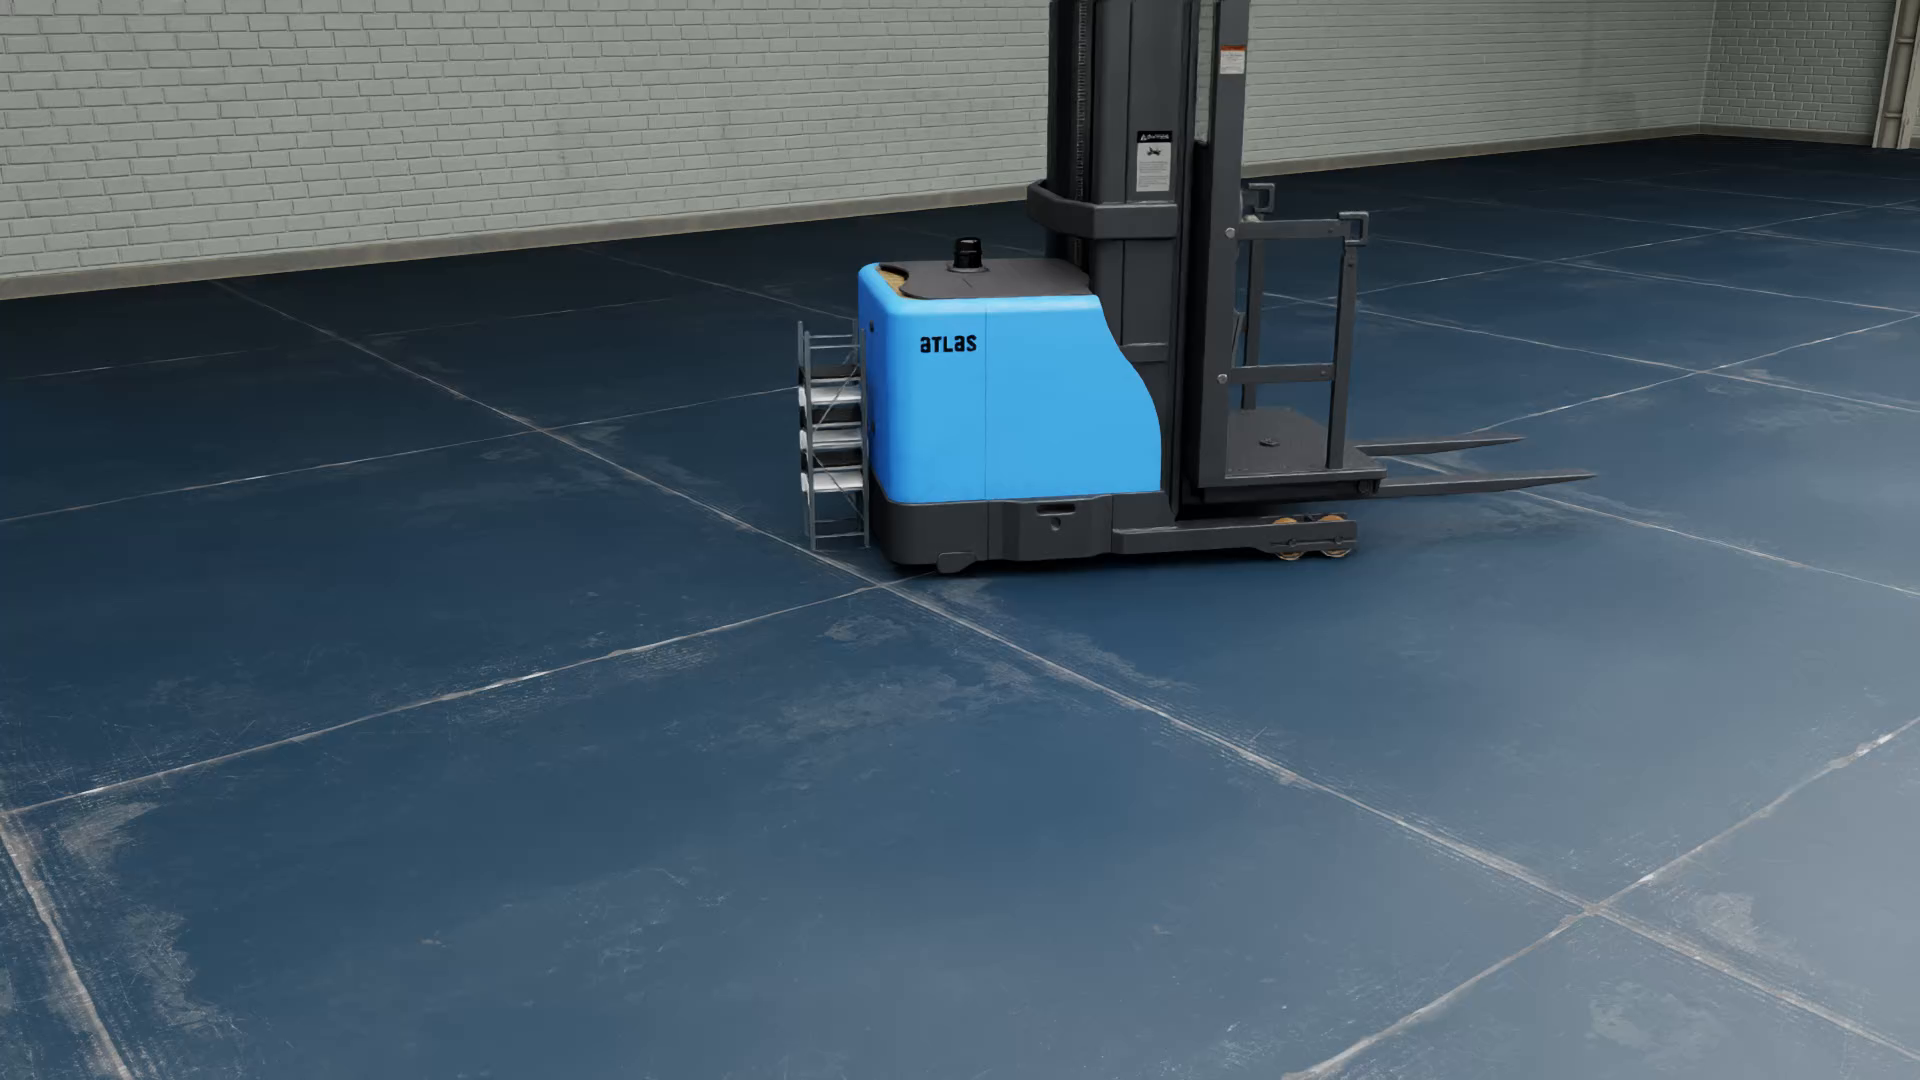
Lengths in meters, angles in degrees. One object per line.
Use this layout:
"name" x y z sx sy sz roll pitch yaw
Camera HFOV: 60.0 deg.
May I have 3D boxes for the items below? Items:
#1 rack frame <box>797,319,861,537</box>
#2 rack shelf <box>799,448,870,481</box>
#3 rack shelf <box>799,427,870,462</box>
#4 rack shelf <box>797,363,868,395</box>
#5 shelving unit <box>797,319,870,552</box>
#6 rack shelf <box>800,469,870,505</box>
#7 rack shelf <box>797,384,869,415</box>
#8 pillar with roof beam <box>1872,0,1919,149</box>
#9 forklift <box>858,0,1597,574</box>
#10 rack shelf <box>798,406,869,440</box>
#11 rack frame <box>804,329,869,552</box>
"rack frame" -0.530 -0.450 6.789 0.240 0.900 0.006 -4 19 -12
"rack shelf" -0.508 -0.301 6.733 0.258 0.077 0.200 -4 19 -12
"rack shelf" -0.508 -0.387 6.705 0.258 0.077 0.200 -4 19 -12
"rack shelf" -0.508 -0.643 6.620 0.258 0.077 0.200 -4 19 -12
"shelving unit" -0.508 -0.418 6.694 0.258 0.900 0.210 -4 19 -12
"rack shelf" -0.508 -0.216 6.762 0.258 0.077 0.200 -4 19 -12
"rack shelf" -0.508 -0.558 6.648 0.258 0.077 0.200 -4 19 -12
"pillar with roof beam" 9.989 -9.066 19.925 9.100 9.000 0.400 -14 23 -36
"forklift" 1.128 -1.470 6.640 3.031 2.935 1.130 -3 19 -10
"rack shelf" -0.508 -0.472 6.677 0.258 0.077 0.200 -4 19 -12
"rack frame" -0.486 -0.387 6.600 0.240 0.900 0.006 -4 19 -12
